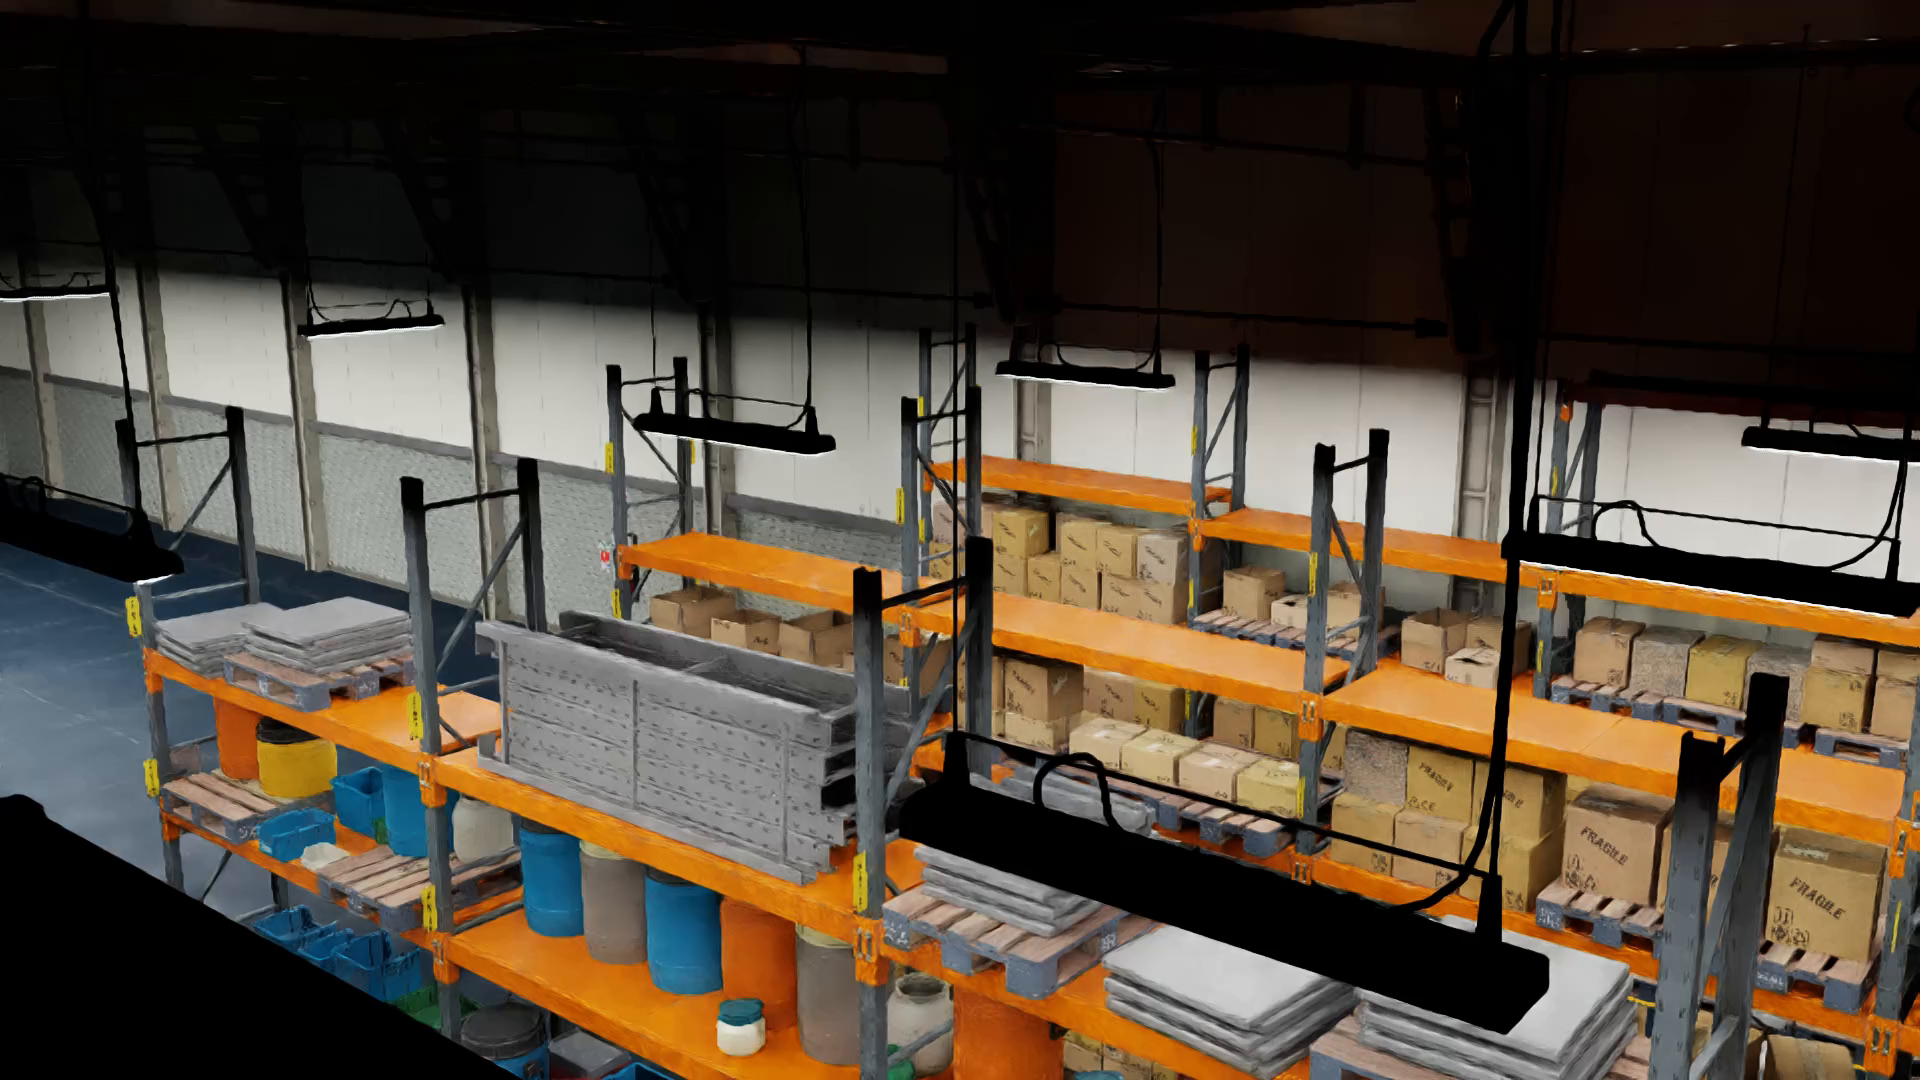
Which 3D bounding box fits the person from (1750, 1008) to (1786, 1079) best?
[{"bbox_3d":[6.313,4.434,12.930,0.502,1.631,0.639,10,16,36],"label":"person"}]
